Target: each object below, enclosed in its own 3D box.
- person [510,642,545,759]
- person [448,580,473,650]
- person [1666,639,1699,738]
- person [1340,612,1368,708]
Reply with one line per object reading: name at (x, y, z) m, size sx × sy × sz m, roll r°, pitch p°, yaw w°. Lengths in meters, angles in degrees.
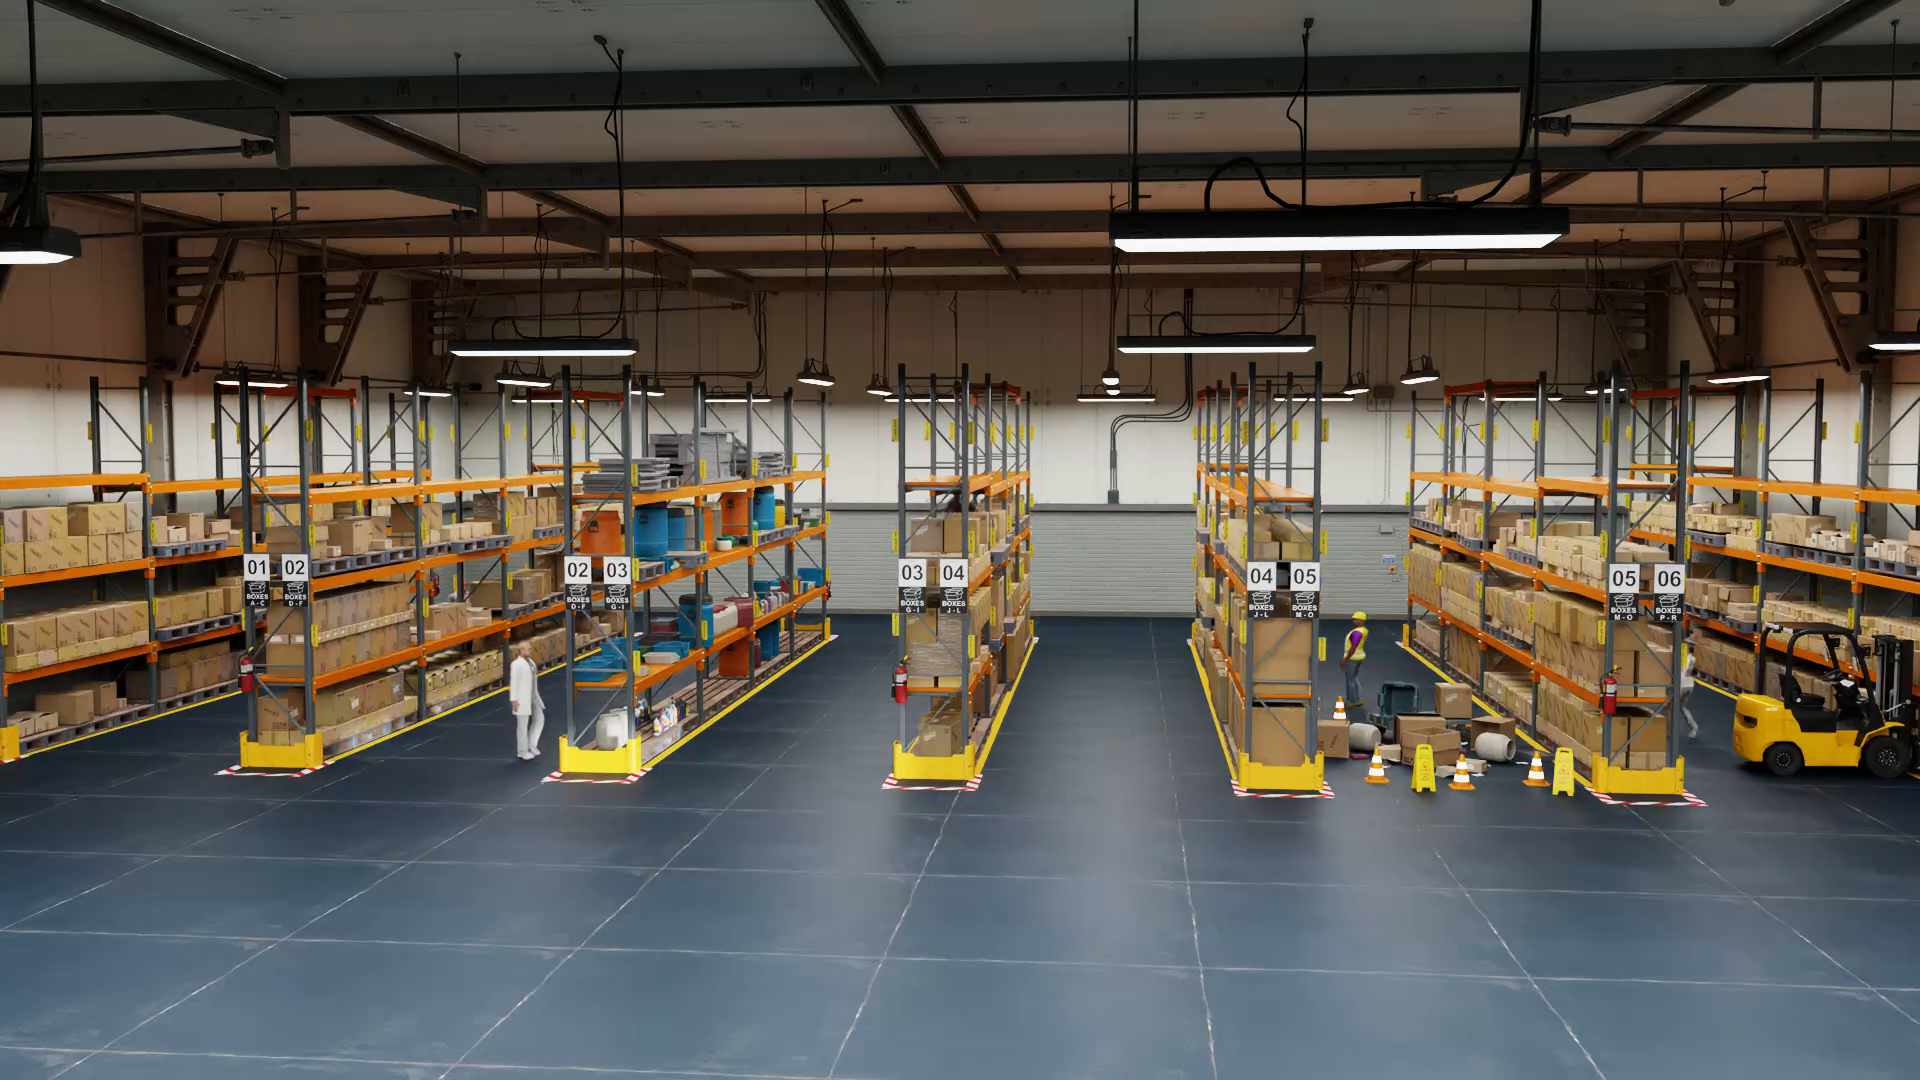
person at (-6.714, 2.482, 25.740) m, size 0.482 × 1.813 × 0.680 m, roll 2°, pitch 4°, yaw 24°
person at (-11.117, 1.781, 37.163) m, size 0.765 × 1.812 × 0.876 m, roll 0°, pitch 4°, yaw 6°
person at (11.841, 2.436, 27.369) m, size 0.502 × 1.653 × 0.588 m, roll -2°, pitch 4°, yaw -28°
person at (7.141, 2.193, 30.218) m, size 0.524 × 1.790 × 0.635 m, roll 4°, pitch 5°, yaw 44°
